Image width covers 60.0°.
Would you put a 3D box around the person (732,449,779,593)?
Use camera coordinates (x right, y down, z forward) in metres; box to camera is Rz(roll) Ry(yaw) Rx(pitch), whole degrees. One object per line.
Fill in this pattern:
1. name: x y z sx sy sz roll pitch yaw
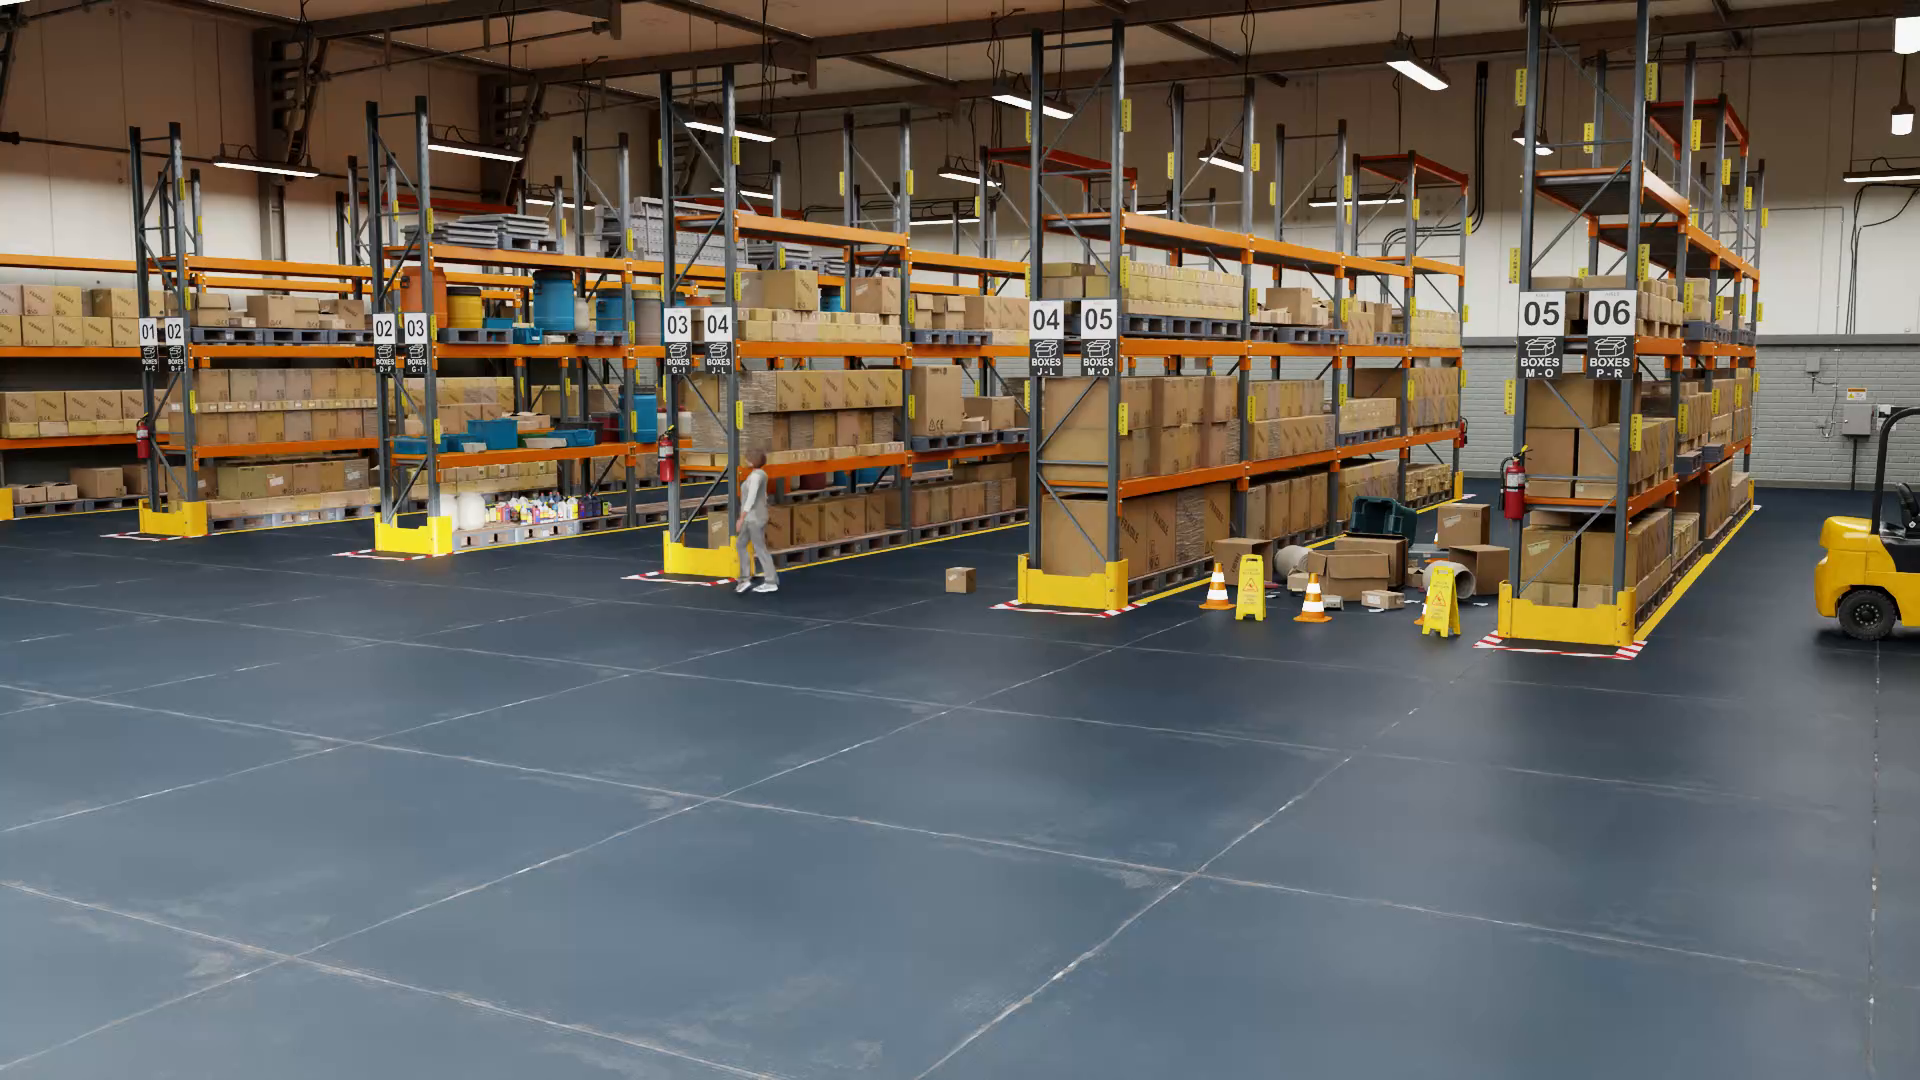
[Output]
1. person: -2.272 -0.183 18.334 0.548 1.650 0.454 0 6 1
